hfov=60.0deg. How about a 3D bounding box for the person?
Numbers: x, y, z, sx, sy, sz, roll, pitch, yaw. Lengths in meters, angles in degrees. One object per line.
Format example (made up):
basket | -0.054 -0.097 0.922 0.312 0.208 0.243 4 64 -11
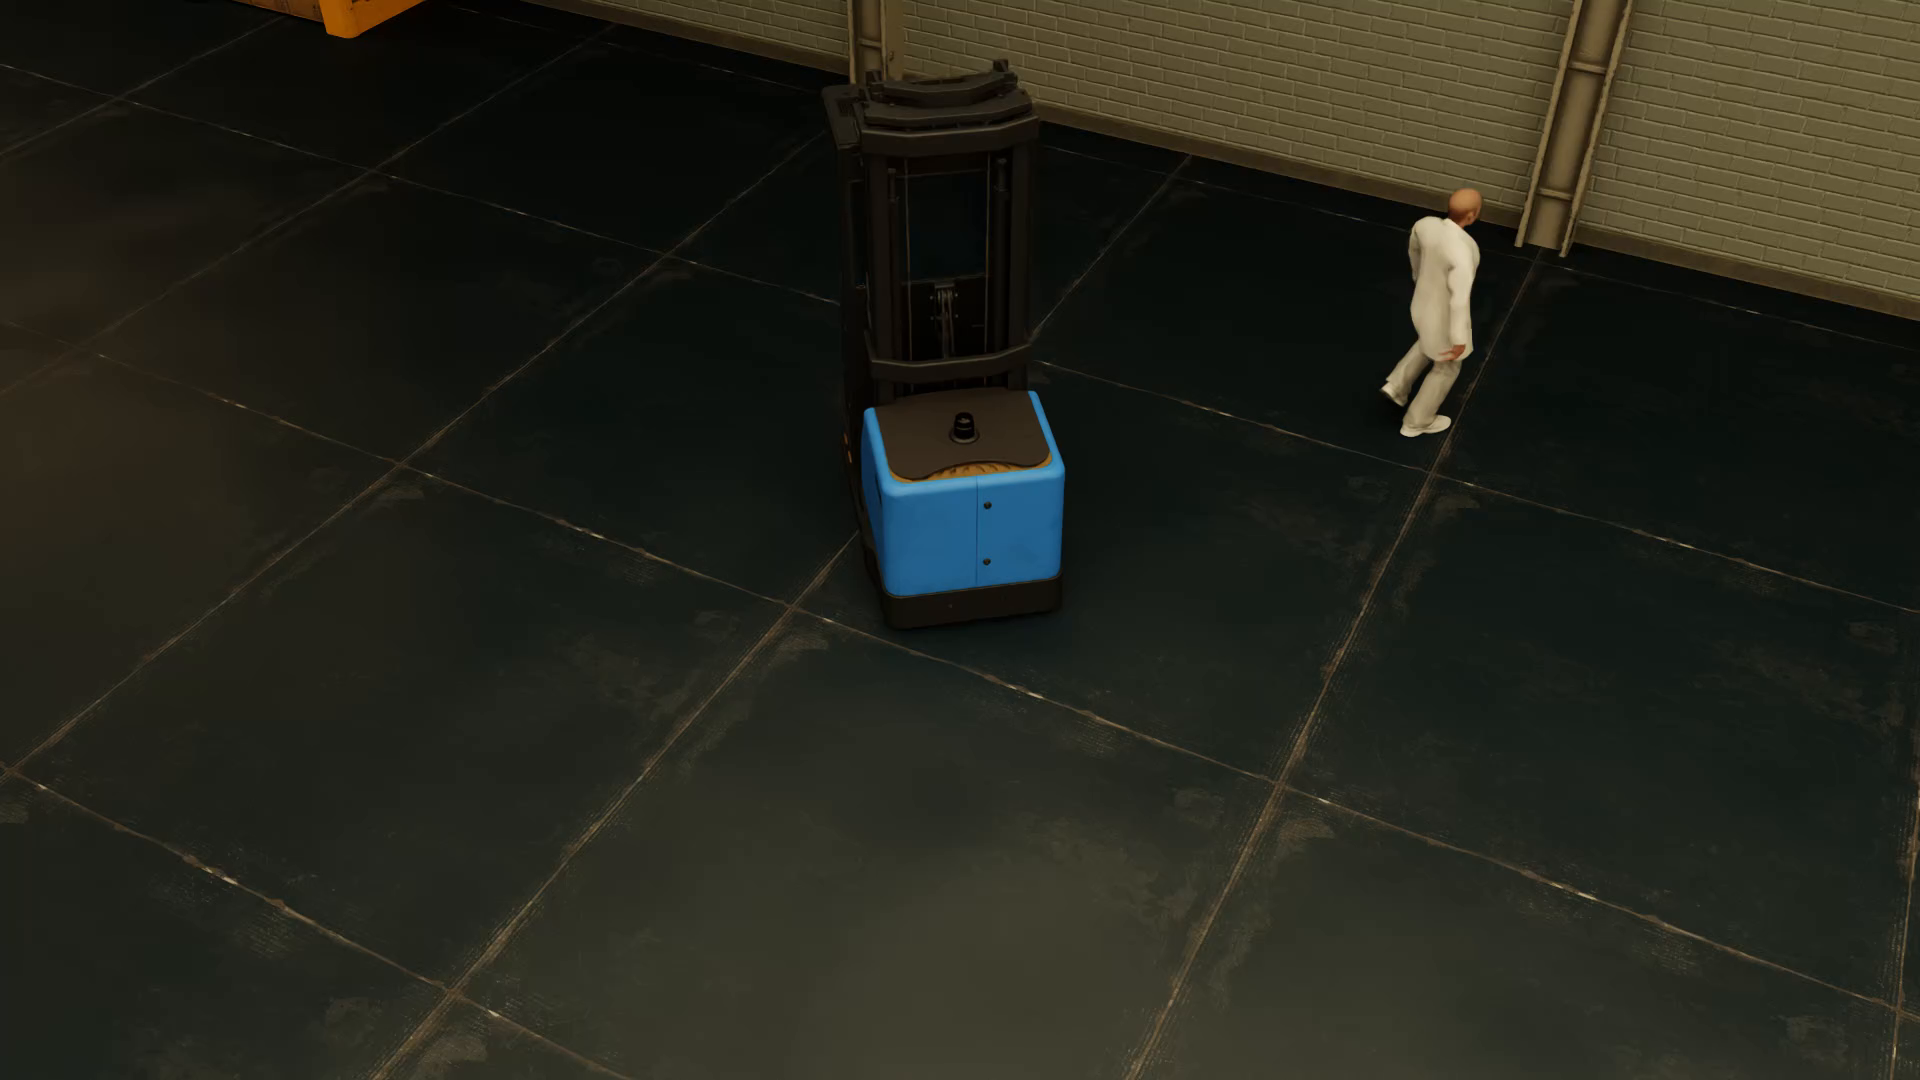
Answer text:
person | 3.082 -1.459 10.632 0.502 1.758 0.765 -15 42 -17

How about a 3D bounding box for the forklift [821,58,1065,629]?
forklift | -0.179 -1.566 9.845 1.130 2.935 3.031 -7 41 -8
